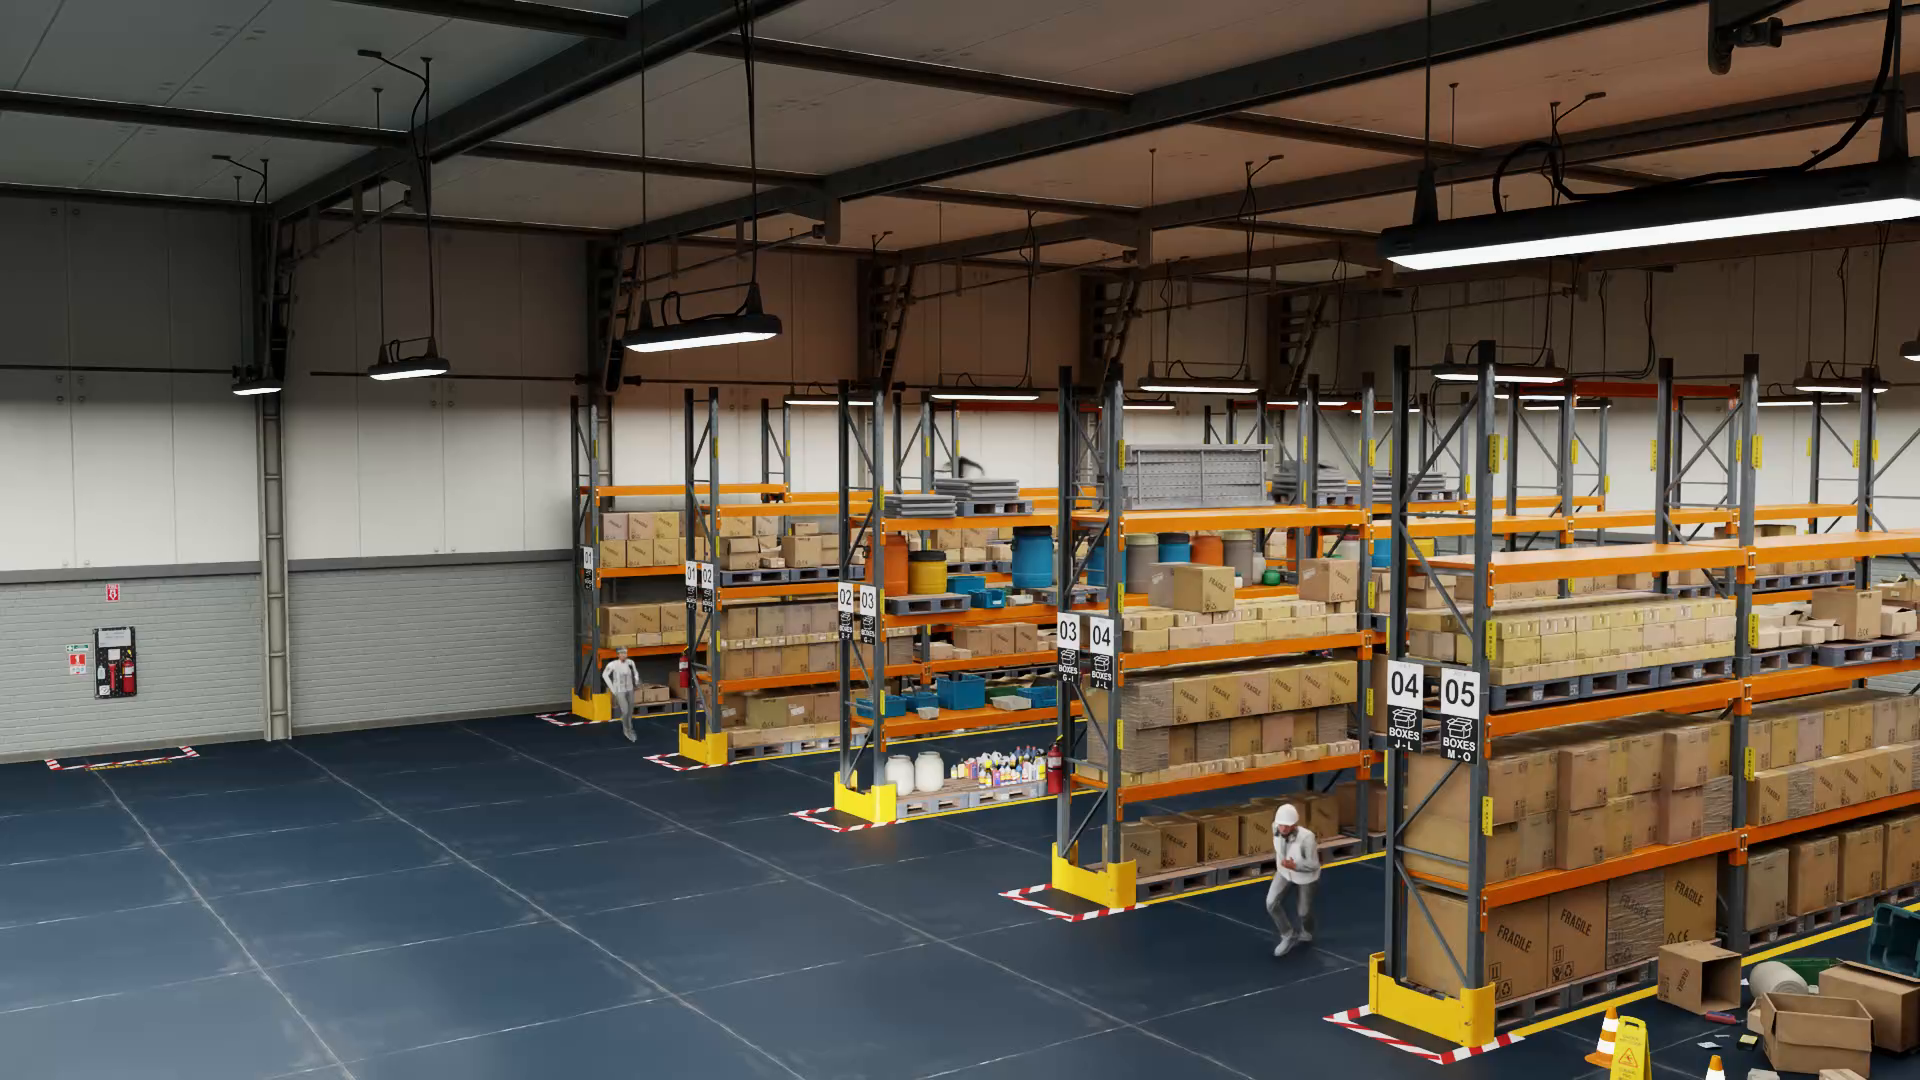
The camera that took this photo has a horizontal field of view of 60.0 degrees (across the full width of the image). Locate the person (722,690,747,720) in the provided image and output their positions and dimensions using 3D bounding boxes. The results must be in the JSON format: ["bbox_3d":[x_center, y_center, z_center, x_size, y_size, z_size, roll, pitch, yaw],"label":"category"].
[{"bbox_3d":[-4.167,2.626,30.095,0.891,1.448,0.595,-3,4,-37],"label":"person"}]

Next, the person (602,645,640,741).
[{"bbox_3d":[-5.791,2.629,28.571,0.600,1.681,0.711,-3,4,-36],"label":"person"}]

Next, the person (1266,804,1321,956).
[{"bbox_3d":[3.377,3.357,16.632,0.664,1.568,1.111,3,4,37],"label":"person"}]
